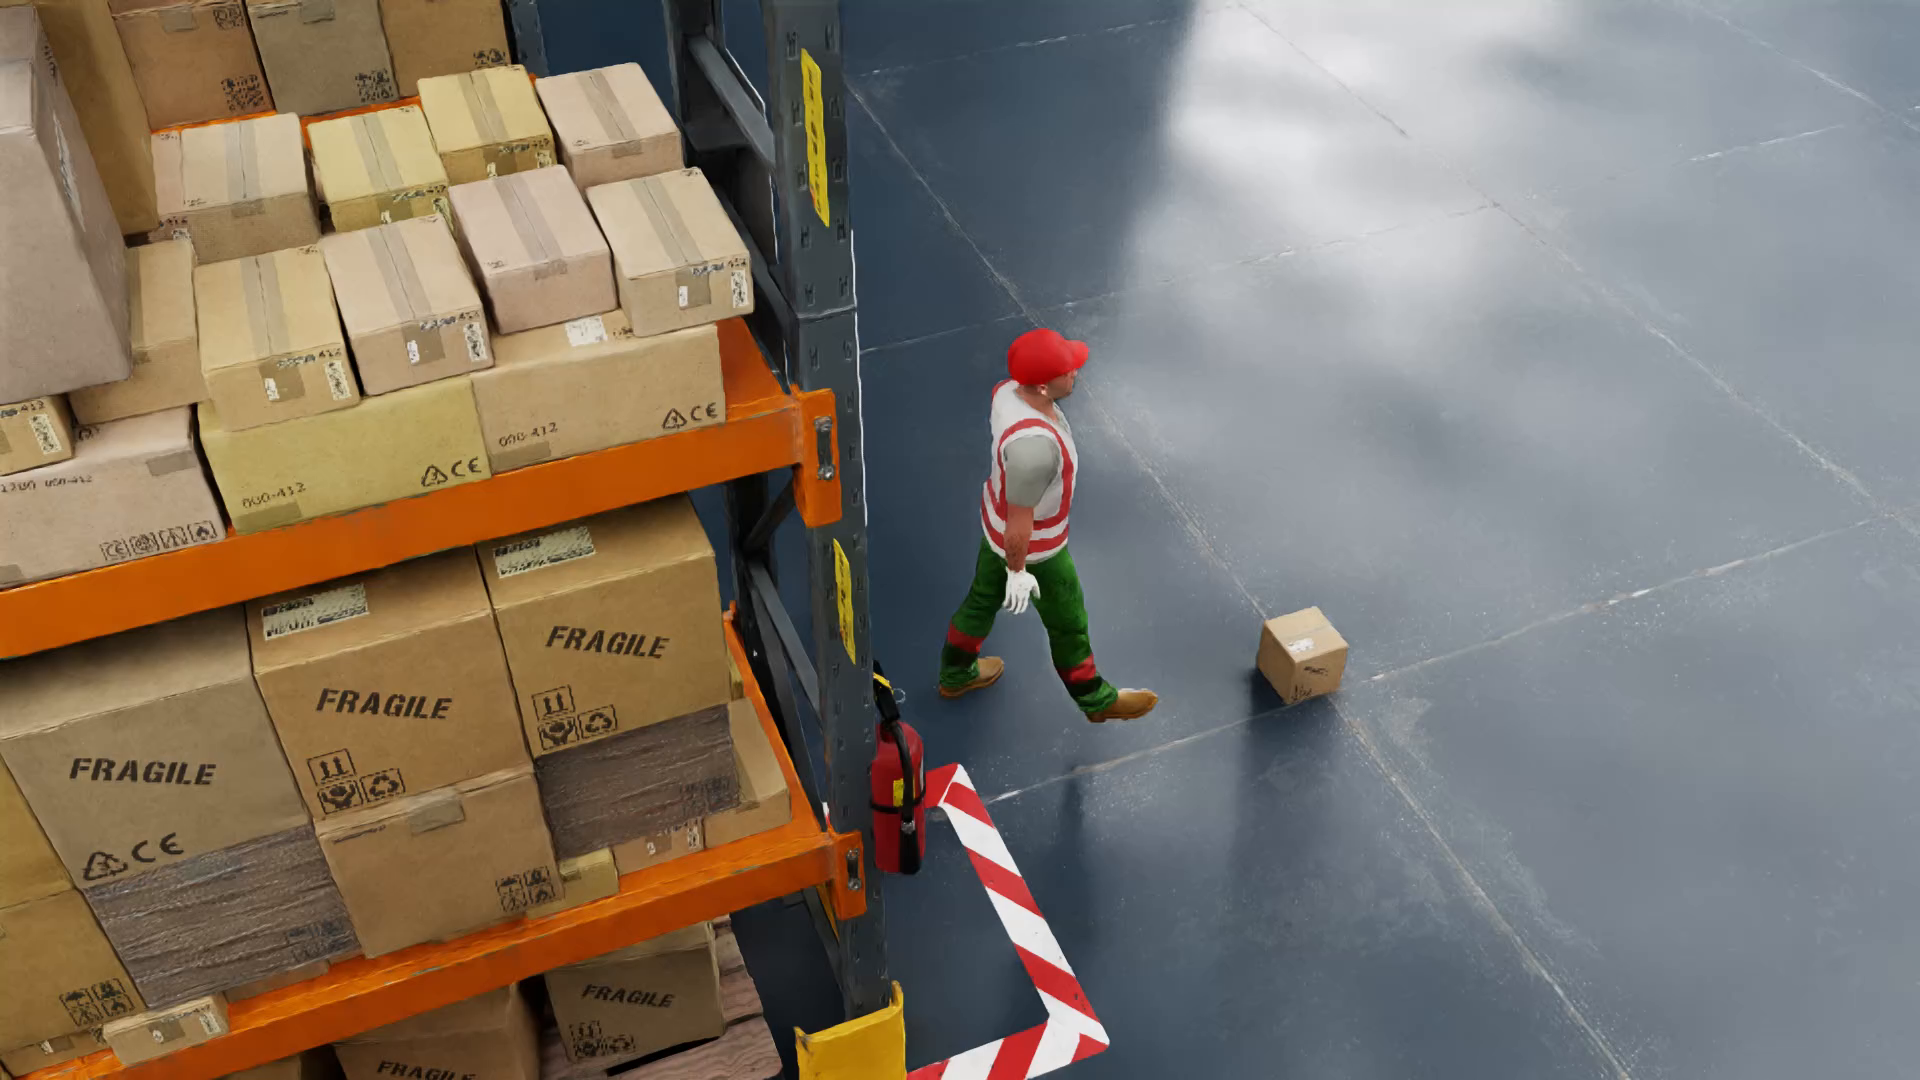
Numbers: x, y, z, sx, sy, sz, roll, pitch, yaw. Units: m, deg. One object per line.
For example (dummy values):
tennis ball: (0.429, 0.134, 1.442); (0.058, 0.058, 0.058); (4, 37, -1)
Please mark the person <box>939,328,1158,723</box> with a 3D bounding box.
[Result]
person: (0.337, -0.040, 6.179); (0.838, 1.766, 0.571); (-6, 42, -7)
